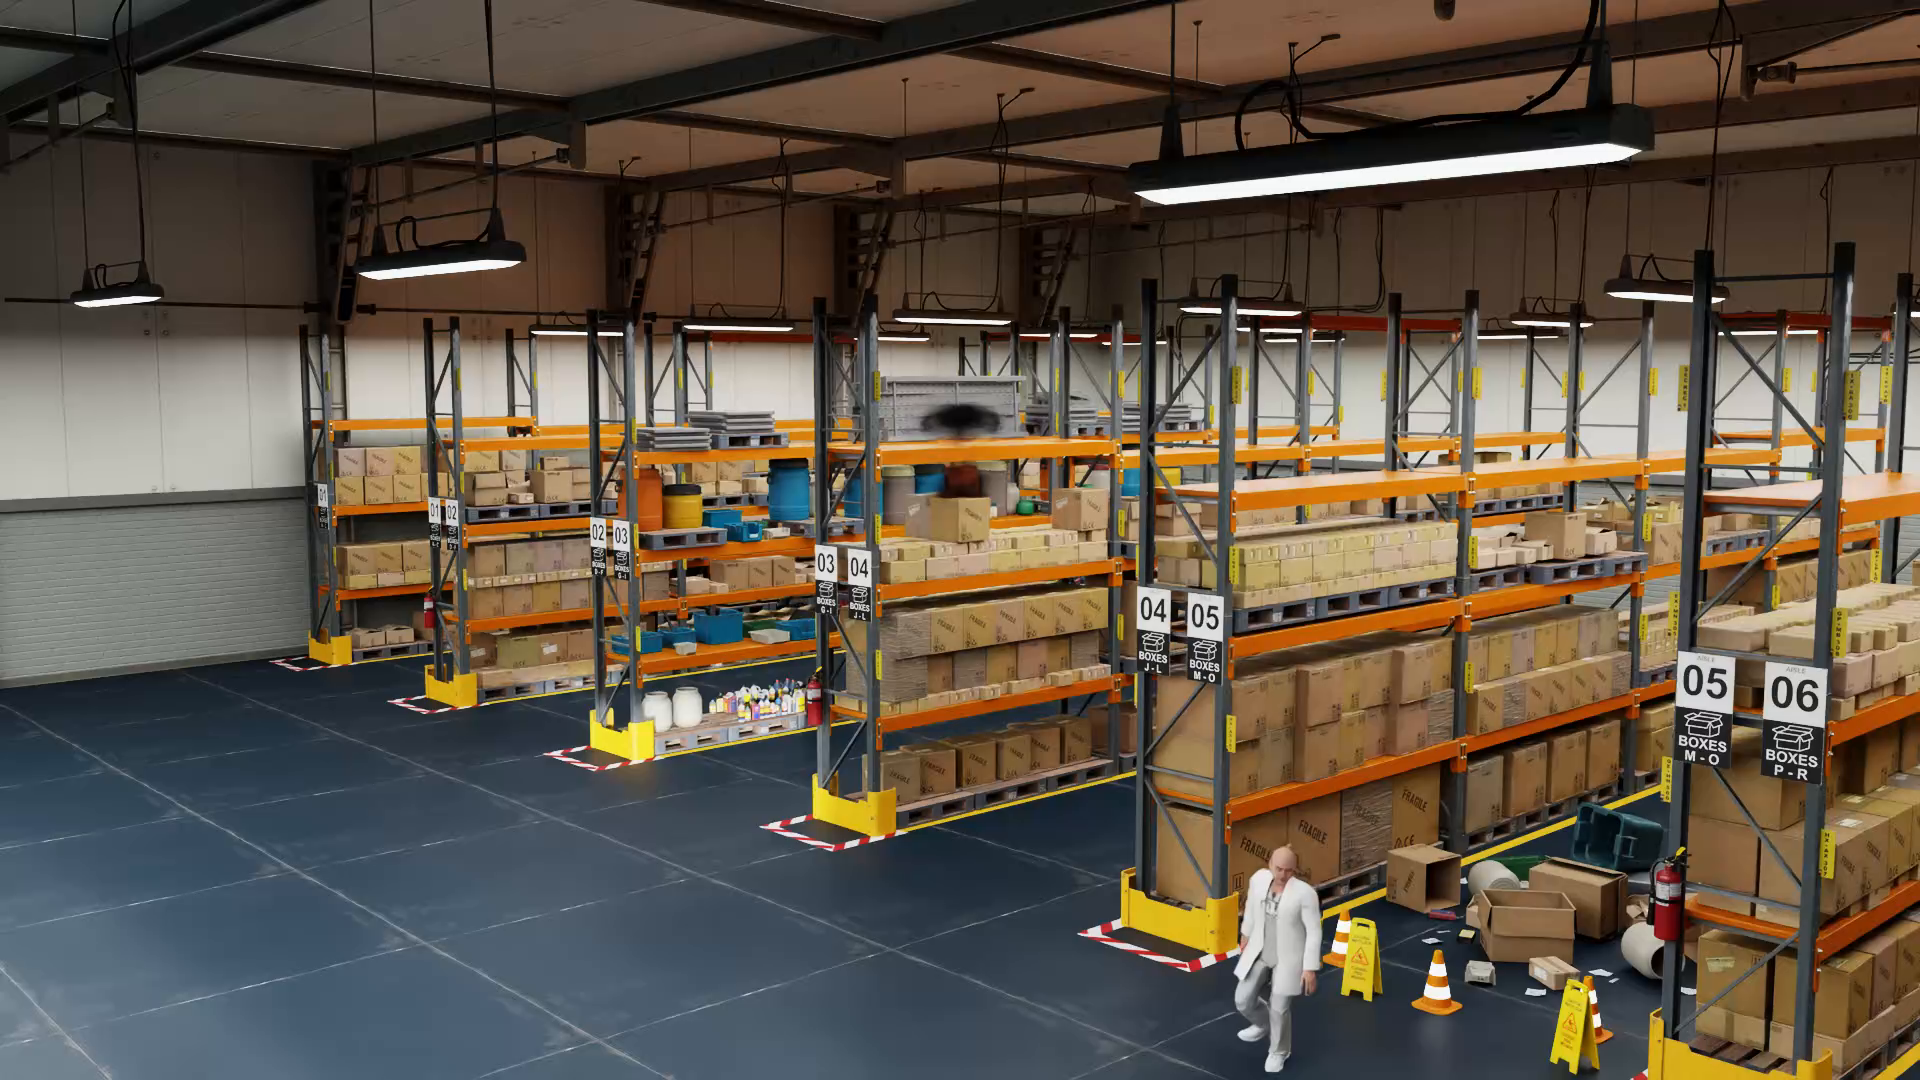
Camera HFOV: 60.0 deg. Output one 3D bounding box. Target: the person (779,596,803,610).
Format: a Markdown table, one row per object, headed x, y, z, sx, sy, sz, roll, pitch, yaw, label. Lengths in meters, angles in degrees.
| x | y | z | sx | sy | sz | roll | pitch | yaw | label |
| --- | --- | --- | --- | --- | --- | --- | --- | --- | --- |
| -3.452 | 1.034 | 33.586 | 0.550 | 1.552 | 0.866 | 4 | 7 | 34 | person |

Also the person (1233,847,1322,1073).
| x | y | z | sx | sy | sz | roll | pitch | yaw | label |
| --- | --- | --- | --- | --- | --- | --- | --- | --- | --- |
| 2.364 | 3.070 | 12.299 | 0.715 | 1.748 | 0.591 | 4 | 7 | 33 | person |
